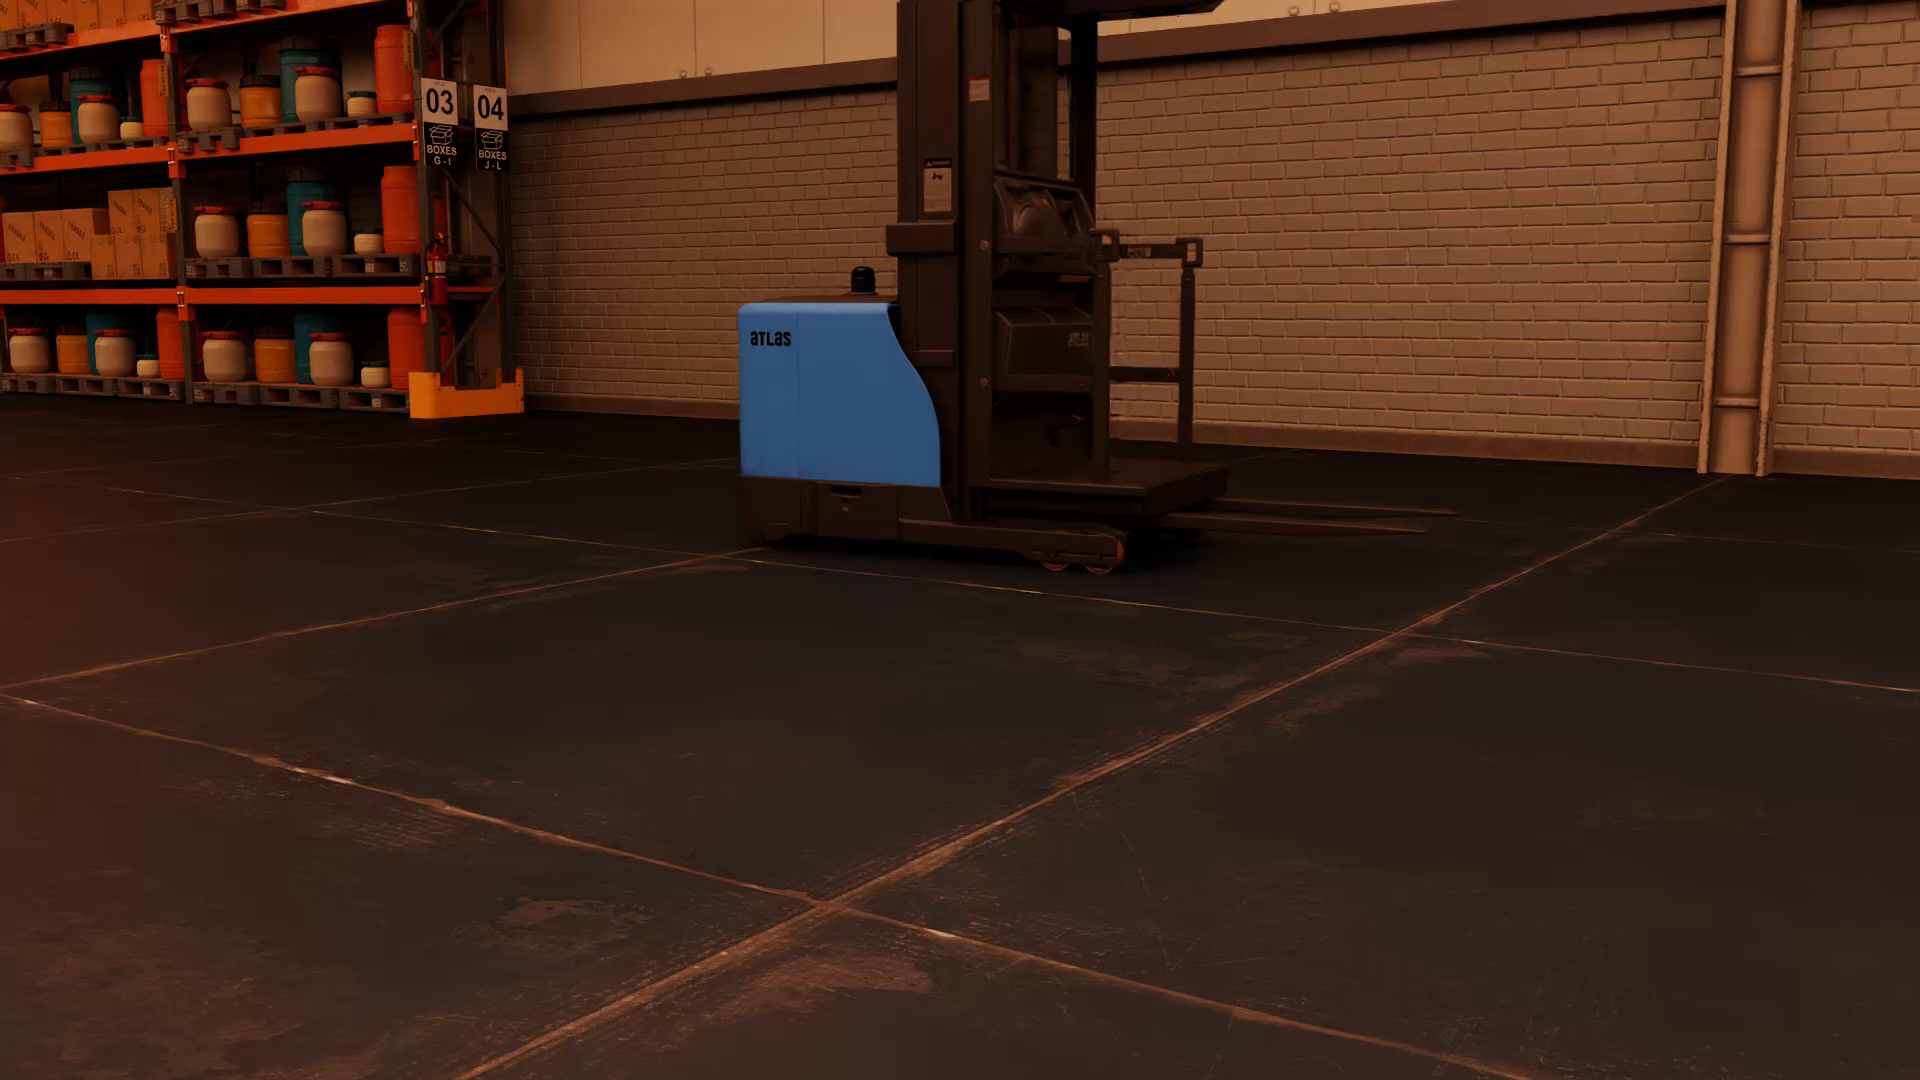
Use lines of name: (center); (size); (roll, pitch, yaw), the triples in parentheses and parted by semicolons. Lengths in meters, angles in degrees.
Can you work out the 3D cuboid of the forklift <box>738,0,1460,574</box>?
forklift: (0.552, -1.399, 7.032); (3.031, 2.935, 1.130); (4, 9, 27)
